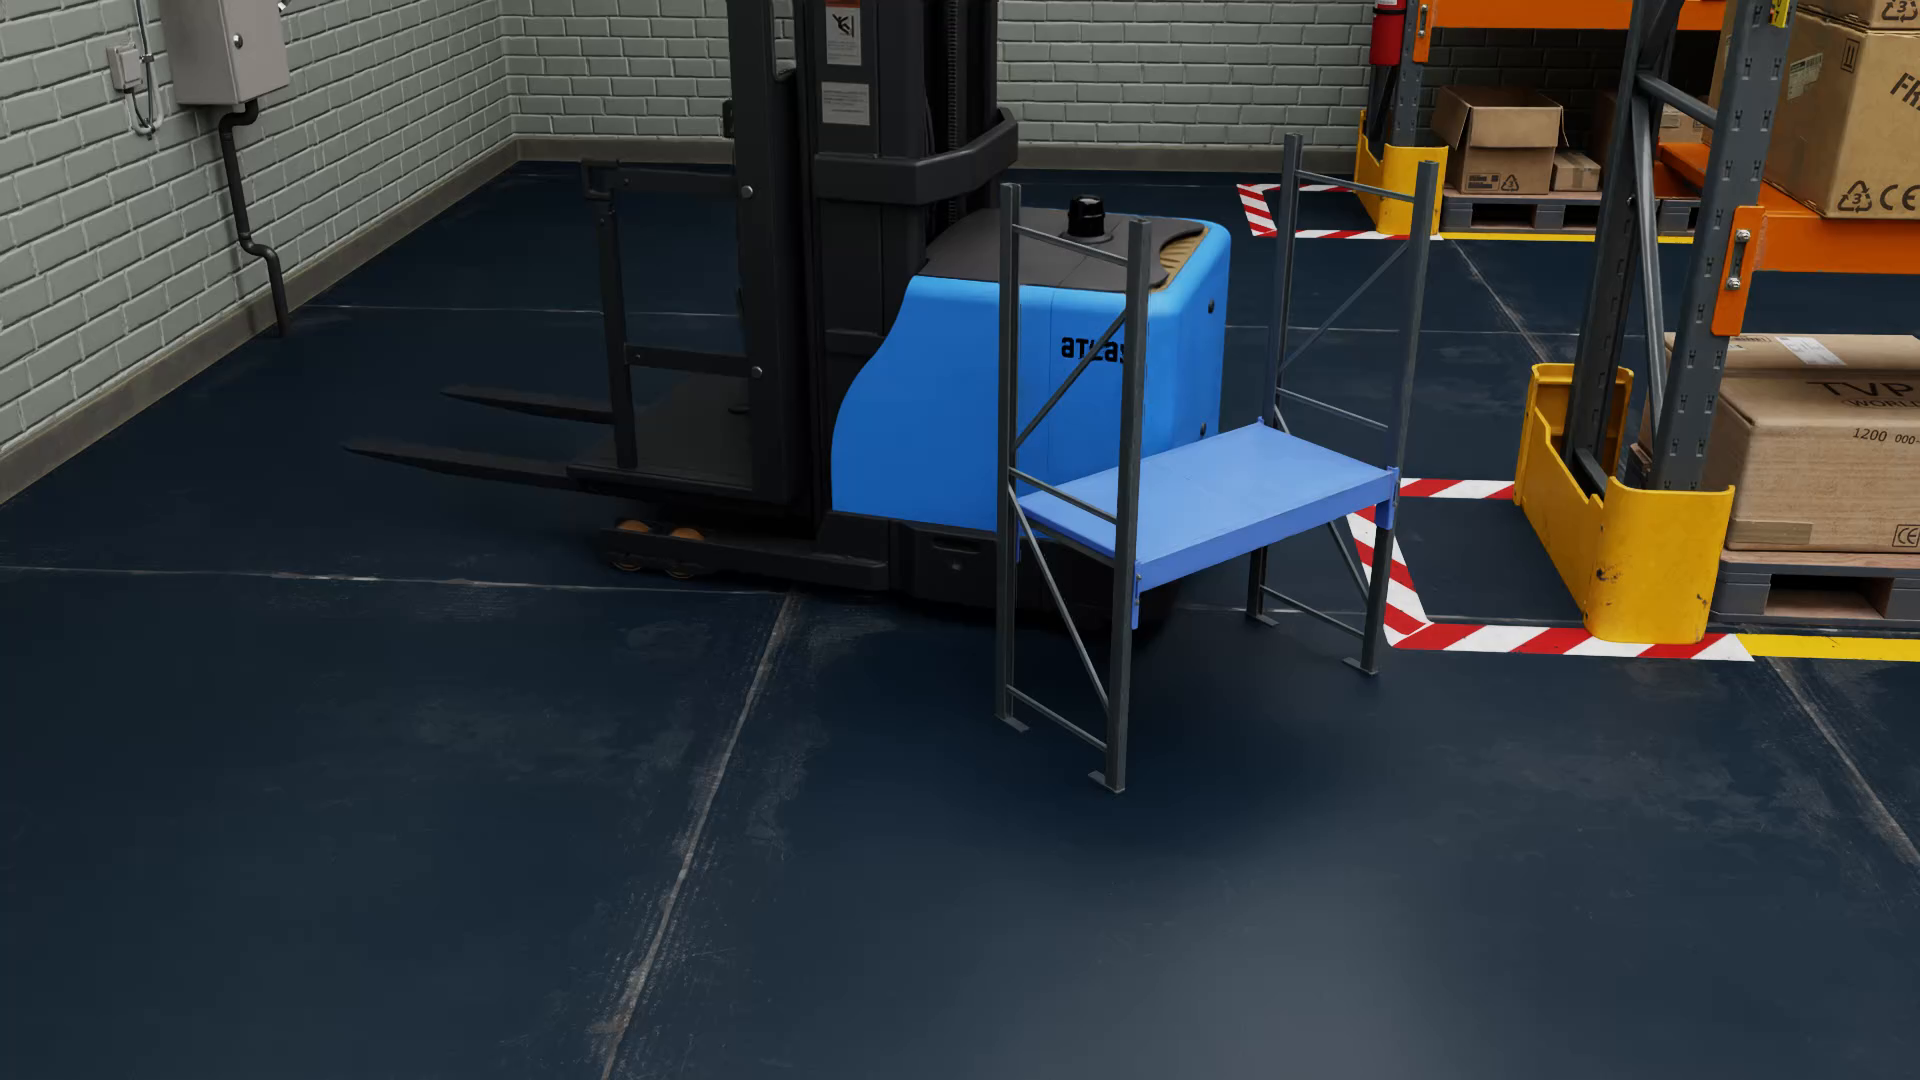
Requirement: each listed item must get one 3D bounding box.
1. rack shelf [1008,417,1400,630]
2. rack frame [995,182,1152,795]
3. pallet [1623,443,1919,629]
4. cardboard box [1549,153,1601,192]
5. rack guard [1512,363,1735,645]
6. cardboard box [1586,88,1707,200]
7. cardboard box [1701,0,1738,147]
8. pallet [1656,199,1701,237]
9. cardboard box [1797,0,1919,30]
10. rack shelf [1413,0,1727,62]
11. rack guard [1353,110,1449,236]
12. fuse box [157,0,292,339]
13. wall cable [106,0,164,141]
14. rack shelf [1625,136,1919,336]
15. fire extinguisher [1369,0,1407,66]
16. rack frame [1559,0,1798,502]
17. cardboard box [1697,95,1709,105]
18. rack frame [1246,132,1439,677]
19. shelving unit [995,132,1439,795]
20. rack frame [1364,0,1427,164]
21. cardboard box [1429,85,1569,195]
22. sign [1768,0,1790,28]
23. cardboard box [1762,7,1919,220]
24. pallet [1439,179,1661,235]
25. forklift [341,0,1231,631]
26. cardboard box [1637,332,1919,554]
[{"bbox_3d":[0.664,-0.073,4.545,1.000,0.185,0.538,-18,30,-34],"label":"rack shelf"},{"bbox_3d":[0.263,-0.106,4.186,0.032,1.500,0.500,-18,30,-34],"label":"rack frame"},{"bbox_3d":[2.977,-0.030,5.562,1.213,0.211,1.003,2,25,4],"label":"pallet"},{"bbox_3d":[3.574,-2.165,9.775,0.250,0.149,0.380,1,25,2],"label":"cardboard box"},{"bbox_3d":[2.150,-0.155,5.488,0.348,0.500,1.175,2,25,4],"label":"rack guard"},{"bbox_3d":[4.002,-2.311,9.672,0.500,0.500,0.700,3,25,6],"label":"cardboard box"},{"bbox_3d":[2.675,-1.430,5.149,0.500,0.500,0.500,2,25,4],"label":"cardboard box"},{"bbox_3d":[4.634,-2.024,9.896,1.213,0.211,1.003,2,25,4],"label":"pallet"},{"bbox_3d":[2.631,-1.655,4.442,0.500,0.500,0.500,1,25,3],"label":"cardboard box"},{"bbox_3d":[4.545,-2.968,9.471,4.000,0.370,1.077,2,25,4],"label":"rack shelf"},{"bbox_3d":[2.626,-2.220,9.977,0.348,0.500,1.175,2,25,4],"label":"rack guard"},{"bbox_3d":[-3.144,-1.746,7.497,0.414,1.711,0.539,2,25,4],"label":"fuse box"},{"bbox_3d":[-3.353,-2.513,6.408,0.122,1.984,0.588,2,25,4],"label":"wall cable"},{"bbox_3d":[4.168,-0.899,4.975,4.000,0.370,1.077,2,25,4],"label":"rack shelf"},{"bbox_3d":[2.368,-2.966,9.146,0.183,0.674,0.296,2,25,4],"label":"fire extinguisher"},{"bbox_3d":[2.174,-1.289,4.964,0.127,3.000,1.000,2,25,4],"label":"rack frame"},{"bbox_3d":[4.522,-2.252,9.544,0.500,0.500,0.500,2,25,5],"label":"cardboard box"},{"bbox_3d":[1.066,-0.367,4.753,0.032,1.500,0.500,-18,30,-34],"label":"rack frame"},{"bbox_3d":[0.664,-0.236,4.470,1.048,1.500,0.538,-18,30,-34],"label":"shelving unit"},{"bbox_3d":[2.550,-3.358,9.460,0.127,3.000,1.000,2,25,4],"label":"rack frame"},{"bbox_3d":[3.153,-2.356,9.766,0.637,0.503,0.797,1,25,2],"label":"cardboard box"},{"bbox_3d":[2.126,-1.488,4.264,0.005,0.325,0.100,2,25,4],"label":"sign"},{"bbox_3d":[2.631,-1.200,4.649,0.500,0.500,0.500,2,25,4],"label":"cardboard box"},{"bbox_3d":[3.421,-2.064,9.983,1.213,0.211,1.003,2,25,4],"label":"pallet"},{"bbox_3d":[-0.675,-1.403,5.293,3.031,2.935,1.130,8,26,16],"label":"forklift"},{"bbox_3d":[2.840,-0.337,5.456,0.875,0.438,0.875,1,25,2],"label":"cardboard box"}]
